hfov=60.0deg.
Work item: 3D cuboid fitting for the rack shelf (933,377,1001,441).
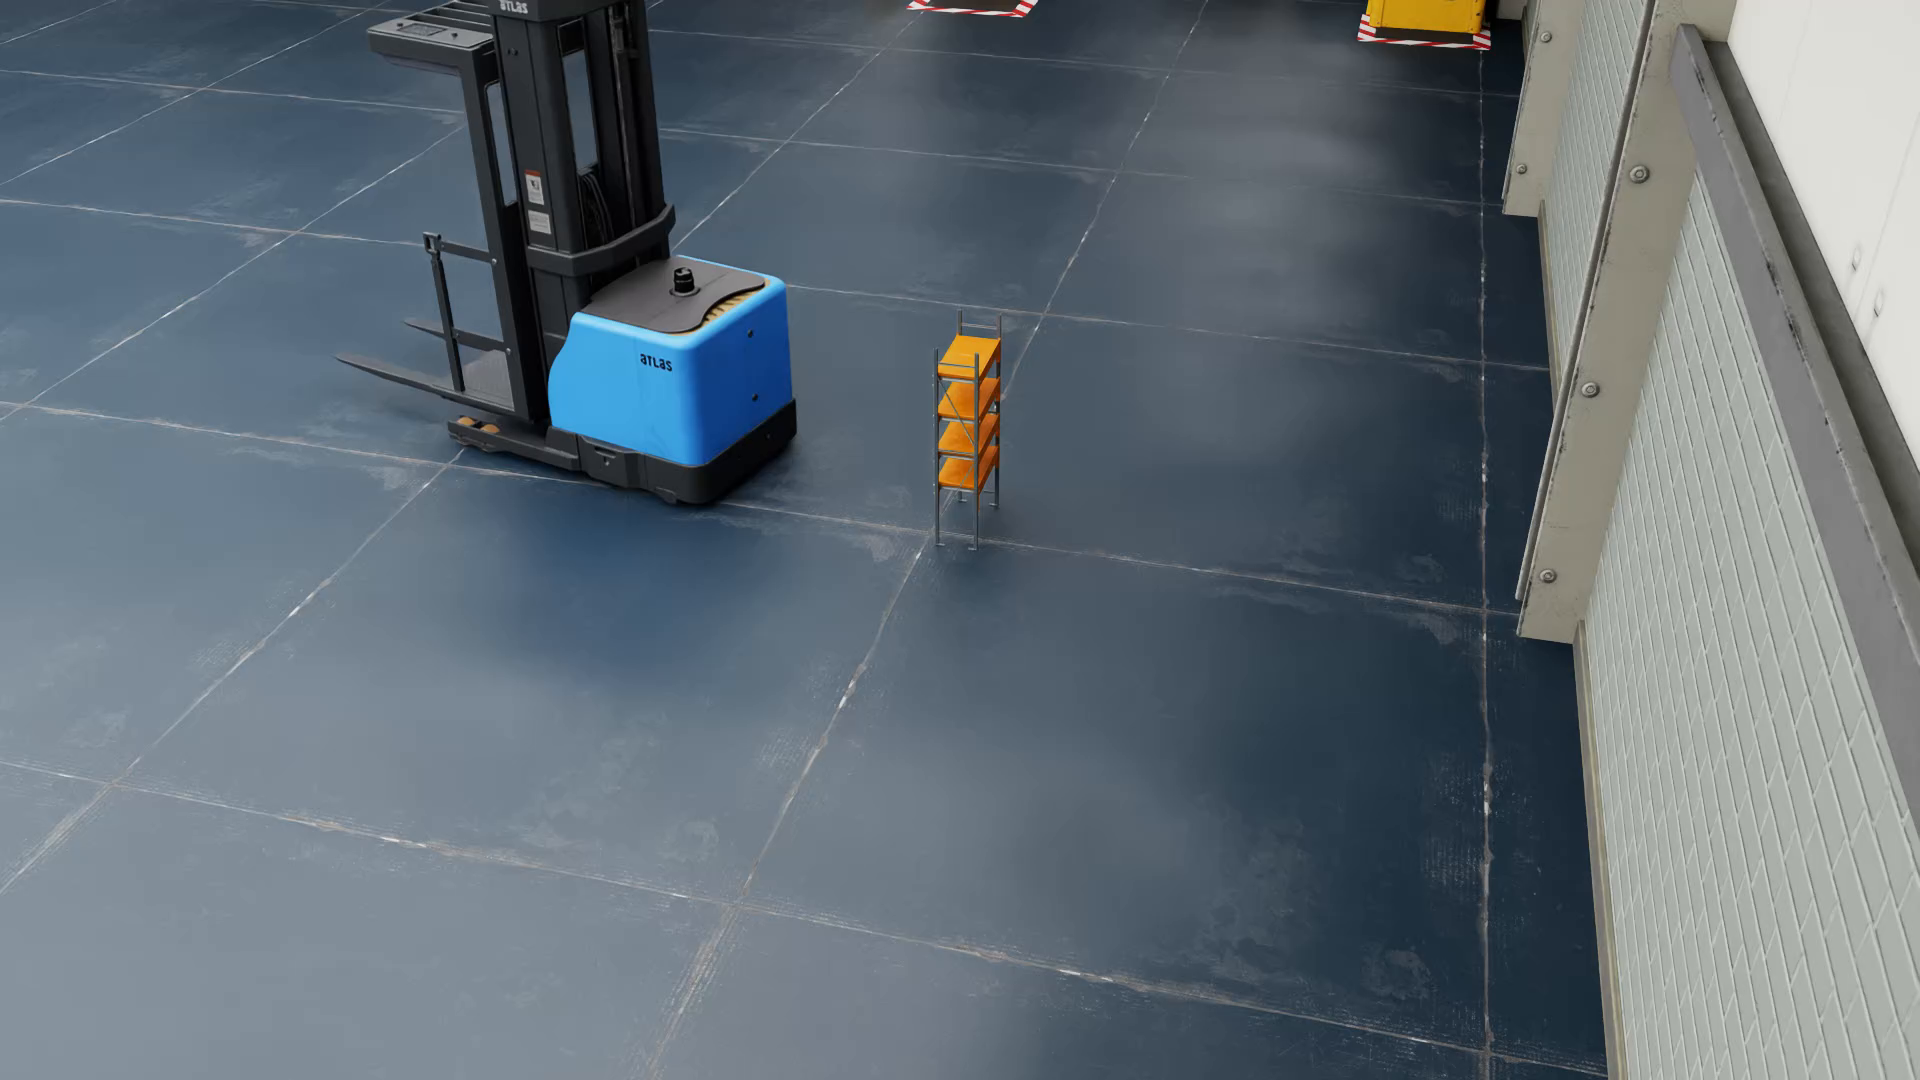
[{"bbox_3d":[0.042,-0.724,8.979,0.258,0.148,0.480,8,33,12],"label":"rack shelf"}]

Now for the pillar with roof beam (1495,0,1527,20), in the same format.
[{"bbox_3d":[1.922,-10.203,16.912,9.100,9.000,0.400,8,33,12],"label":"pillar with roof beam"}]

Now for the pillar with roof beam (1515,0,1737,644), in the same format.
[{"bbox_3d":[-1.123,-3.976,7.117,9.100,9.000,0.400,8,33,12],"label":"pillar with roof beam"}]

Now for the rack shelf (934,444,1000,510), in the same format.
[{"bbox_3d":[0.042,-0.368,9.206,0.258,0.148,0.480,8,33,12],"label":"rack shelf"}]

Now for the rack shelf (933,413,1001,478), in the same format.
[{"bbox_3d":[0.042,-0.535,9.099,0.258,0.148,0.480,8,33,12],"label":"rack shelf"}]

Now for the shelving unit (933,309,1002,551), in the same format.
[{"bbox_3d":[0.042,-0.592,9.063,0.258,1.200,0.503,8,33,12],"label":"shelving unit"}]

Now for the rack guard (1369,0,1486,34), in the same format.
[{"bbox_3d":[5.031,-5.780,17.875,1.175,0.500,0.348,8,33,12],"label":"rack guard"}]

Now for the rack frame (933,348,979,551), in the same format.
[{"bbox_3d":[-0.020,-0.466,8.864,0.240,1.200,0.015,8,33,12],"label":"rack frame"}]

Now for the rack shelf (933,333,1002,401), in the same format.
[{"bbox_3d":[0.042,-0.924,8.852,0.258,0.148,0.480,8,33,12],"label":"rack shelf"}]

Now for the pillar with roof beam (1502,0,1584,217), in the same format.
[{"bbox_3d":[0.399,-7.090,12.015,9.100,9.000,0.400,8,33,12],"label":"pillar with roof beam"}]

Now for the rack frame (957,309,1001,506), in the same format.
[{"bbox_3d":[0.104,-0.719,9.262,0.240,1.200,0.015,8,33,12],"label":"rack frame"}]

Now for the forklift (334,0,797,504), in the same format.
[{"bbox_3d":[-2.536,-1.998,9.660,3.031,2.935,1.130,16,36,24],"label":"forklift"}]
